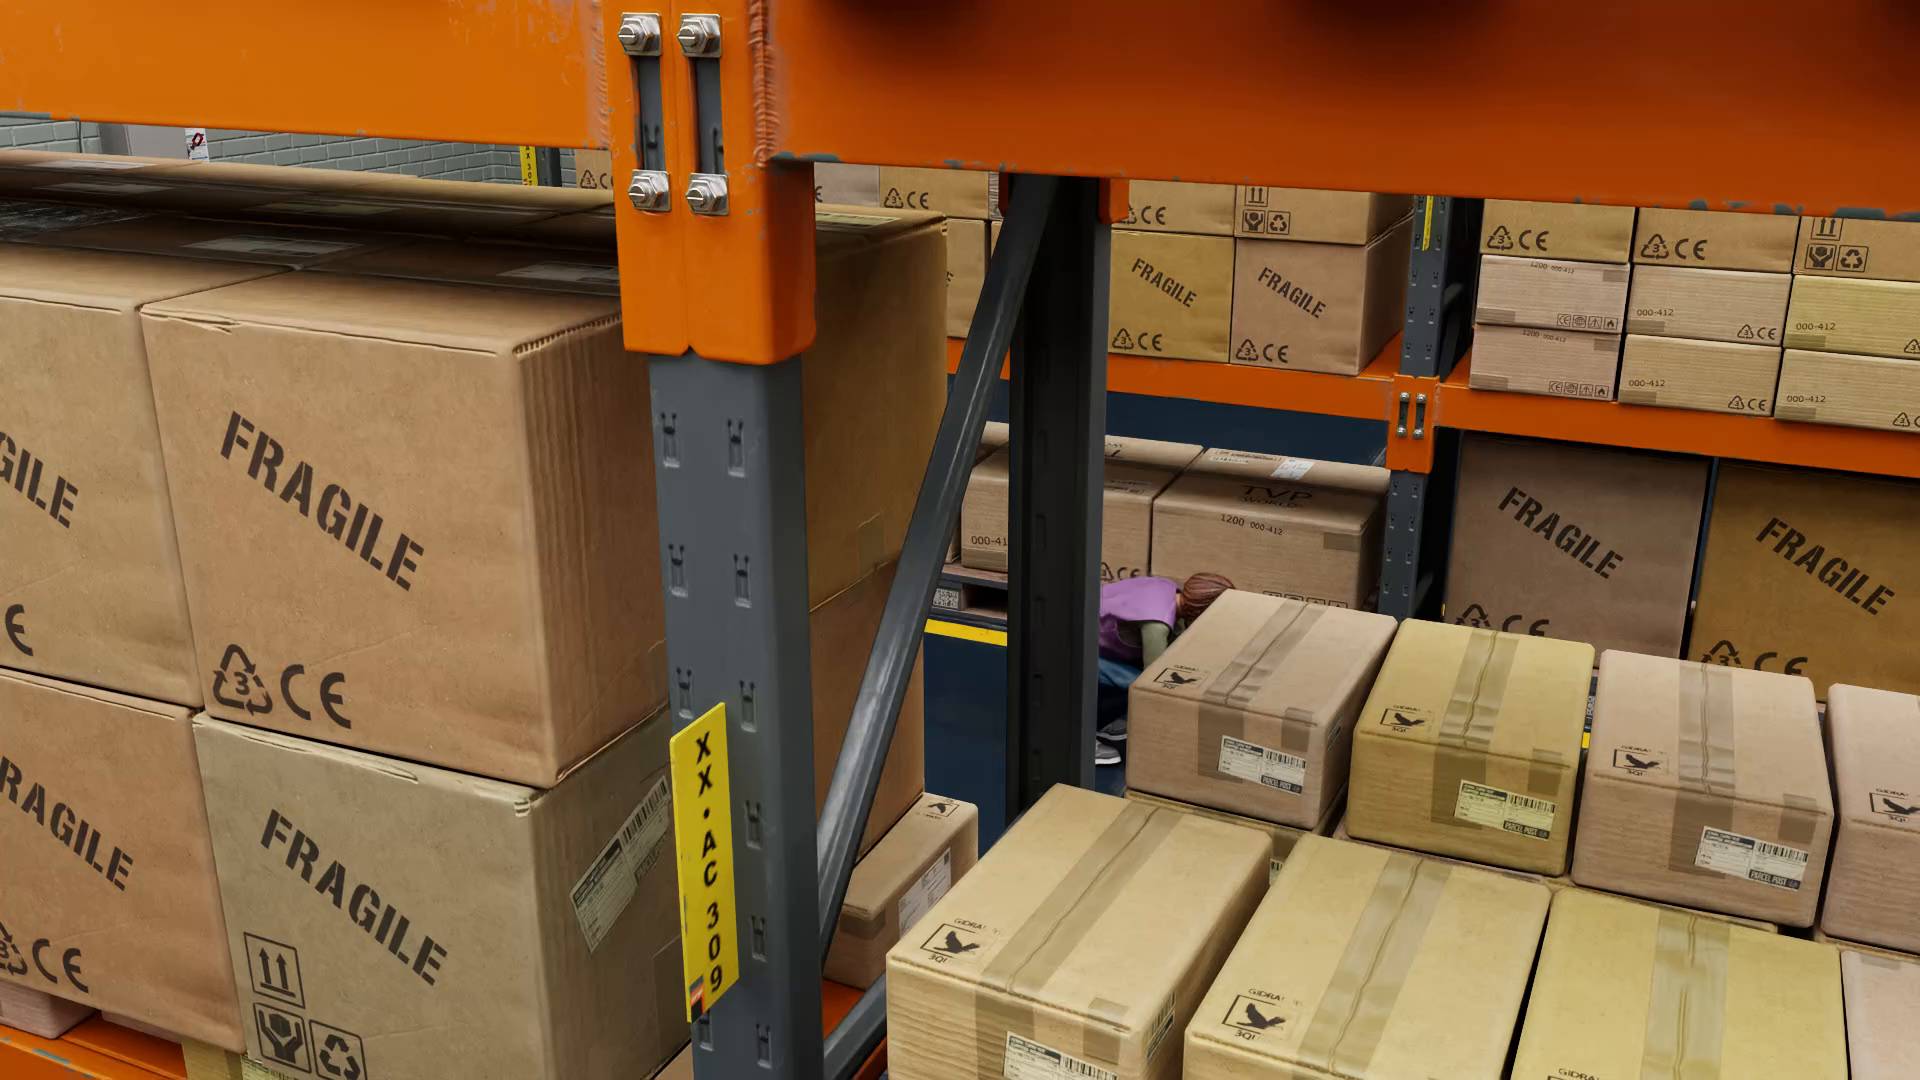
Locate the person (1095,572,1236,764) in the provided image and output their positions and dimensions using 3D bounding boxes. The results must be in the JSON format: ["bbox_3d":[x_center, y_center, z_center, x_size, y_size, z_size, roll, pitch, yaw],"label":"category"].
[{"bbox_3d":[0.608,0.461,6.118,0.811,0.769,0.433,8,21,23],"label":"person"}]
